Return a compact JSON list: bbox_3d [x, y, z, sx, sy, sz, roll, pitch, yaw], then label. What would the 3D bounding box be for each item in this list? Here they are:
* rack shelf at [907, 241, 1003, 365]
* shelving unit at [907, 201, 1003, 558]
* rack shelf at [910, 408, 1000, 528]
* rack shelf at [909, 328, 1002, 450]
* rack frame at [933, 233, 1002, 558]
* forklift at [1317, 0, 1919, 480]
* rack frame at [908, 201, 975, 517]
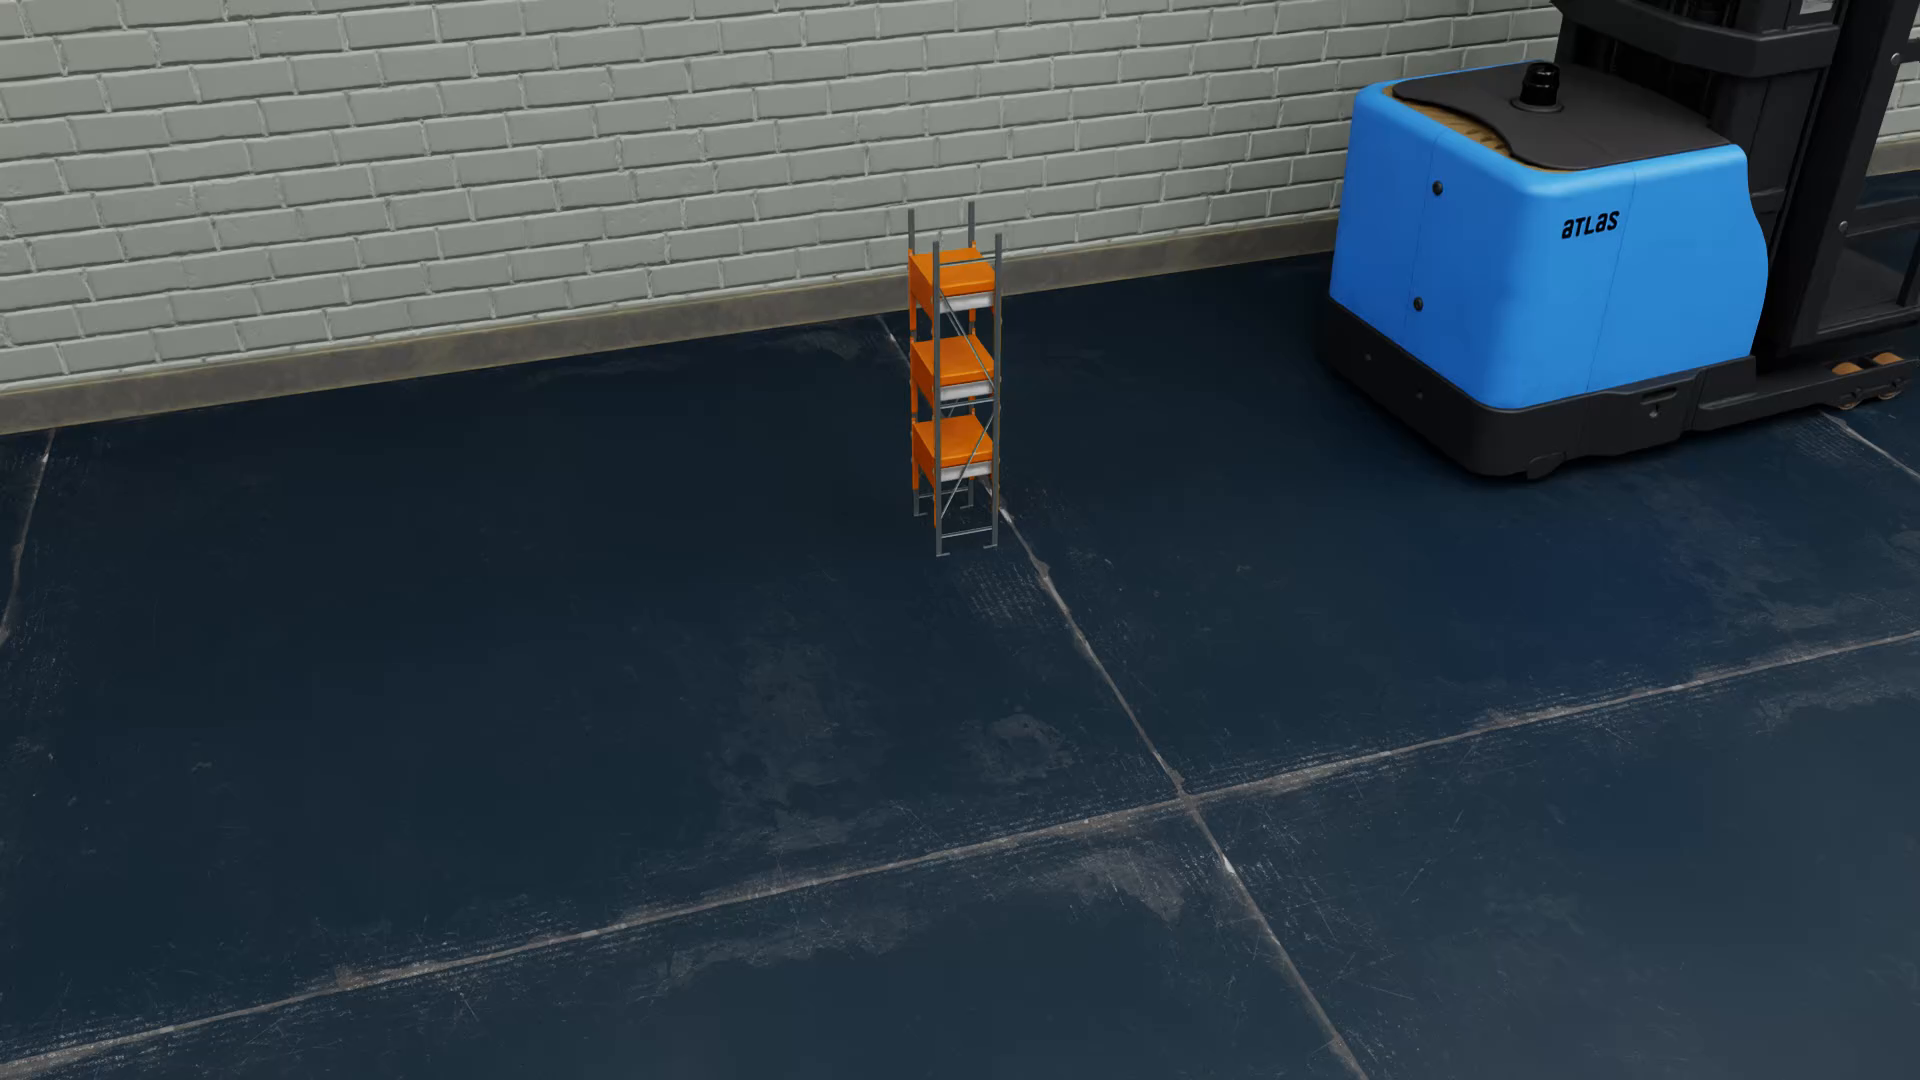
[{"bbox_3d":[-0.016,-0.694,4.852,0.215,0.259,0.240,-10,35,-15],"label":"rack shelf"},{"bbox_3d":[-0.016,-0.466,5.003,0.215,1.050,0.252,-10,35,-15],"label":"shelving unit"},{"bbox_3d":[-0.016,-0.225,5.162,0.215,0.259,0.240,-10,35,-15],"label":"rack shelf"},{"bbox_3d":[-0.016,-0.457,5.009,0.215,0.259,0.240,-10,35,-15],"label":"rack shelf"},{"bbox_3d":[0.021,-0.402,4.906,0.200,1.050,0.008,-10,35,-15],"label":"rack frame"},{"bbox_3d":[2.890,-1.943,5.532,3.031,2.935,1.130,-13,36,-19],"label":"forklift"},{"bbox_3d":[-0.054,-0.530,5.100,0.200,1.050,0.008,-10,35,-15],"label":"rack frame"}]
